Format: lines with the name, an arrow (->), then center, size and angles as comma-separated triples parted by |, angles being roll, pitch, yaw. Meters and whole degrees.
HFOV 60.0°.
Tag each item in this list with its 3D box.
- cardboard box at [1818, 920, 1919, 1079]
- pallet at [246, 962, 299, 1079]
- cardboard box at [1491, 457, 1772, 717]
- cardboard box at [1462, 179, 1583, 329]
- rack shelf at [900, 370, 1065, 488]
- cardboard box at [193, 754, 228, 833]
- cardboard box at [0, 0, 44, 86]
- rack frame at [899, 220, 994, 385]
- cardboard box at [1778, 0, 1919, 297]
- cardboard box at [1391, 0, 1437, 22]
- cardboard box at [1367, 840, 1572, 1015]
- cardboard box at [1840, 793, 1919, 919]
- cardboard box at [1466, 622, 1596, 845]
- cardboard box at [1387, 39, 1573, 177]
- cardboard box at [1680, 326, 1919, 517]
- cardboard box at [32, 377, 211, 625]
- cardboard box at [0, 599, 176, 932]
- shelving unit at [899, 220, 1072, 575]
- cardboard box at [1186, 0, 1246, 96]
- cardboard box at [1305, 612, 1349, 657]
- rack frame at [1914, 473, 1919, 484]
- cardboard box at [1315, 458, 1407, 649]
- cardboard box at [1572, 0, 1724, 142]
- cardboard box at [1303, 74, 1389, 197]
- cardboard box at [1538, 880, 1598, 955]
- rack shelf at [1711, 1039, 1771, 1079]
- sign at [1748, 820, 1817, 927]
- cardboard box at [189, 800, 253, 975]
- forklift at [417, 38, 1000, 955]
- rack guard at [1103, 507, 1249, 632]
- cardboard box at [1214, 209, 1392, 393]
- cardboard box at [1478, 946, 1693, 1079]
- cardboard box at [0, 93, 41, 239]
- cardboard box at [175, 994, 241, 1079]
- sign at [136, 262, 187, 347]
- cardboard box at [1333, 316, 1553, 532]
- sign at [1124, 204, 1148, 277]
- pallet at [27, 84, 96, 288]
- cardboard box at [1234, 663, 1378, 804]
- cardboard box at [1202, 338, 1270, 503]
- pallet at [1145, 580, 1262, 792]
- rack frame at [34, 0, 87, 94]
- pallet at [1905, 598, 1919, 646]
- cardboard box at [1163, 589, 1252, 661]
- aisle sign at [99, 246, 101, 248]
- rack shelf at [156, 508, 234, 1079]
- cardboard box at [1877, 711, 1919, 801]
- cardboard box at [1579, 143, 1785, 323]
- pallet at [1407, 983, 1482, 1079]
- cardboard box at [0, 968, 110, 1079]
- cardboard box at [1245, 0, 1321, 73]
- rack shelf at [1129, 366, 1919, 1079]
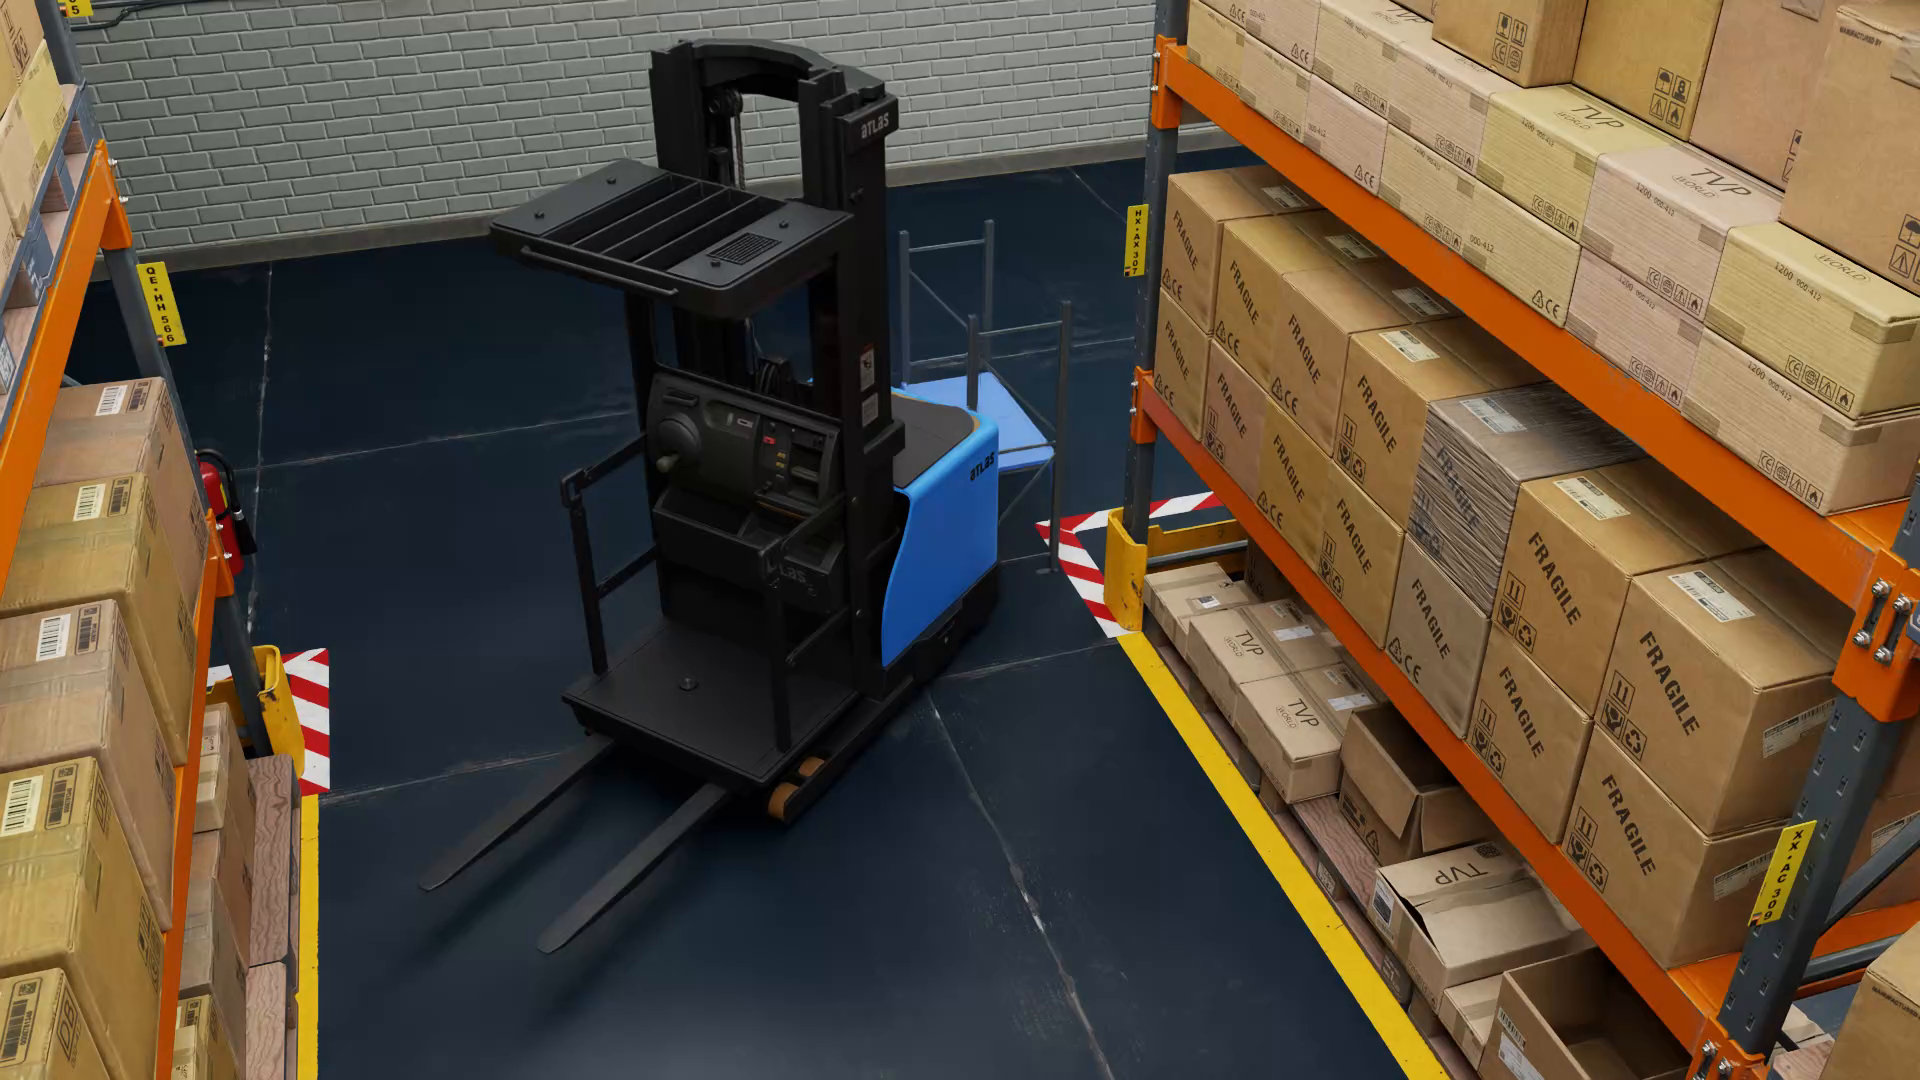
cardboard box -> 2.435, 1.144, 3.826 | 0.700, 0.500, 0.500 | -23, 40, -30
pallet -> -2.746, 2.019, 5.503 | 1.003, 0.211, 1.213 | -10, 35, -15
cardboard box -> 1.944, 0.125, 4.842 | 0.500, 0.500, 0.500 | -11, 35, -16
cardboard box -> 1.799, -0.850, 4.731 | 0.500, 0.250, 0.500 | -10, 35, -15
rack shelf -> 0.095, -0.547, 8.538 | 0.538, 0.185, 1.000 | -11, 35, -17
cardboard box -> -2.833, 0.928, 5.923 | 0.380, 0.149, 0.250 | -9, 35, -13
cardboard box -> -2.950, -1.571, 4.670 | 0.500, 0.500, 0.500 | -10, 35, -15
rack frame -> -0.074, -0.961, 8.838 | 0.500, 1.500, 0.032 | -11, 35, -17
cardboard box -> 2.319, -0.885, 3.649 | 0.700, 0.500, 0.500 | -10, 35, -15
cardboard box -> 1.782, -1.948, 5.258 | 0.700, 0.500, 0.500 | -10, 35, -15
cardboard box -> 1.831, 1.368, 5.999 | 0.500, 0.311, 0.500 | -10, 35, -15
cardboard box -> 2.607, 0.719, 4.850 | 0.500, 0.500, 0.500 | -9, 35, -13
cardboard box -> 1.948, 0.543, 5.116 | 0.500, 0.500, 0.500 | -9, 35, -13
cardboard box -> 1.645, -1.321, 4.990 | 0.500, 0.250, 0.500 | -10, 35, -15
cardboard box -> 2.102, -0.325, 3.936 | 0.500, 0.250, 0.500 | -10, 35, -15
cardboard box -> -3.268, -0.050, 5.832 | 0.980, 0.700, 0.700 | -8, 34, -13
cardboard box -> -2.812, 0.732, 4.649 | 0.980, 0.700, 0.700 | -12, 35, -17
shelving unit -> 0.097, -0.697, 8.439 | 0.538, 1.500, 1.048 | -11, 35, -17
cardboard box -> 1.198, -1.902, 6.323 | 0.500, 0.250, 0.500 | -10, 35, -15
cardboard box -> 1.721, 0.445, 7.527 | 0.380, 0.166, 0.250 | -10, 35, -15
rack frame -> 2.503, -1.428, 2.749 | 1.000, 3.000, 0.127 | -10, 35, -15
cardboard box -> 1.631, 0.007, 5.928 | 0.500, 0.500, 0.500 | -10, 35, -14
cardboard box -> 2.143, -1.432, 4.478 | 0.700, 0.500, 0.500 | -10, 35, -15
cardboard box -> 1.492, -1.375, 5.525 | 0.500, 0.250, 0.500 | -10, 35, -15
cardboard box -> 2.308, 1.364, 6.136 | 0.380, 0.166, 0.250 | -10, 35, -15
rack shelf -> 3.113, 2.425, 3.012 | 1.077, 0.370, 4.000 | -10, 35, -15
sign -> 1.989, 0.809, 4.020 | 0.100, 0.325, 0.005 | -10, 35, -15
cardboard box -> -2.972, 1.291, 5.963 | 0.700, 0.500, 0.500 | -10, 35, -15
forklift -> -1.002, -0.335, 6.598 | 1.130, 2.935, 3.031 | 19, 38, 26
rack guard -> 1.306, 0.057, 8.210 | 1.175, 0.500, 0.348 | -10, 35, -15
cardboard box -> 1.334, -0.934, 6.445 | 0.500, 0.500, 0.500 | -10, 35, -14
cardboard box -> 2.059, 1.683, 5.351 | 0.500, 0.500, 0.500 | -10, 35, -15
cardboard box -> -2.797, -0.983, 4.461 | 0.500, 0.250, 0.500 | -11, 35, -17
cardboard box -> -2.648, 1.833, 5.141 | 0.700, 0.500, 0.500 | -9, 35, -14
sign -> -2.912, -0.856, 6.060 | 0.100, 0.325, 0.005 | -10, 35, -15
cardboard box -> 1.638, -0.404, 5.643 | 0.500, 0.500, 0.500 | -10, 35, -15
sign -> 0.766, -1.295, 7.204 | 0.100, 0.325, 0.005 | -10, 35, -15
pallet -> -3.197, -1.017, 4.928 | 1.003, 0.211, 1.213 | -10, 35, -15
cardboard box -> 1.484, 0.796, 6.919 | 0.500, 0.250, 0.500 | -10, 35, -15
cardboard box -> 1.330, -0.520, 6.725 | 0.500, 0.500, 0.500 | -10, 35, -15
pallet -> 1.550, 0.596, 7.656 | 1.003, 0.211, 1.213 | -10, 35, -15
rack frame -> -3.433, -2.693, 4.664 | 1.000, 3.000, 0.127 | -10, 35, -15
pallet -> 2.635, 0.256, 3.092 | 1.213, 0.211, 1.003 | -10, 35, -15
cardboard box -> 1.160, 0.382, 7.622 | 0.380, 0.166, 0.250 | -10, 35, -15
aisle sign -> -3.170, -1.363, 5.734 | 0.394, 0.787, 0.004 | -10, 35, -15
rack shelf -> -2.823, 1.160, 4.927 | 1.077, 0.370, 4.000 | -10, 35, -15
cardboard box -> 2.628, 0.321, 4.546 | 0.500, 0.500, 0.500 | -9, 35, -13
cardboard box -> 1.947, -0.796, 4.195 | 0.500, 0.250, 0.500 | -10, 35, -15
pallet -> 2.295, 1.877, 5.718 | 1.003, 0.211, 1.213 | -10, 35, -15
cardboard box -> -2.363, 1.497, 3.492 | 0.980, 0.700, 0.700 | -9, 35, -14
cardboard box -> 1.338, -1.846, 5.784 | 0.500, 0.250, 0.500 | -10, 35, -15
rack shelf -> 1.893, 0.325, 6.190 | 1.077, 0.370, 4.000 | -10, 35, -15
